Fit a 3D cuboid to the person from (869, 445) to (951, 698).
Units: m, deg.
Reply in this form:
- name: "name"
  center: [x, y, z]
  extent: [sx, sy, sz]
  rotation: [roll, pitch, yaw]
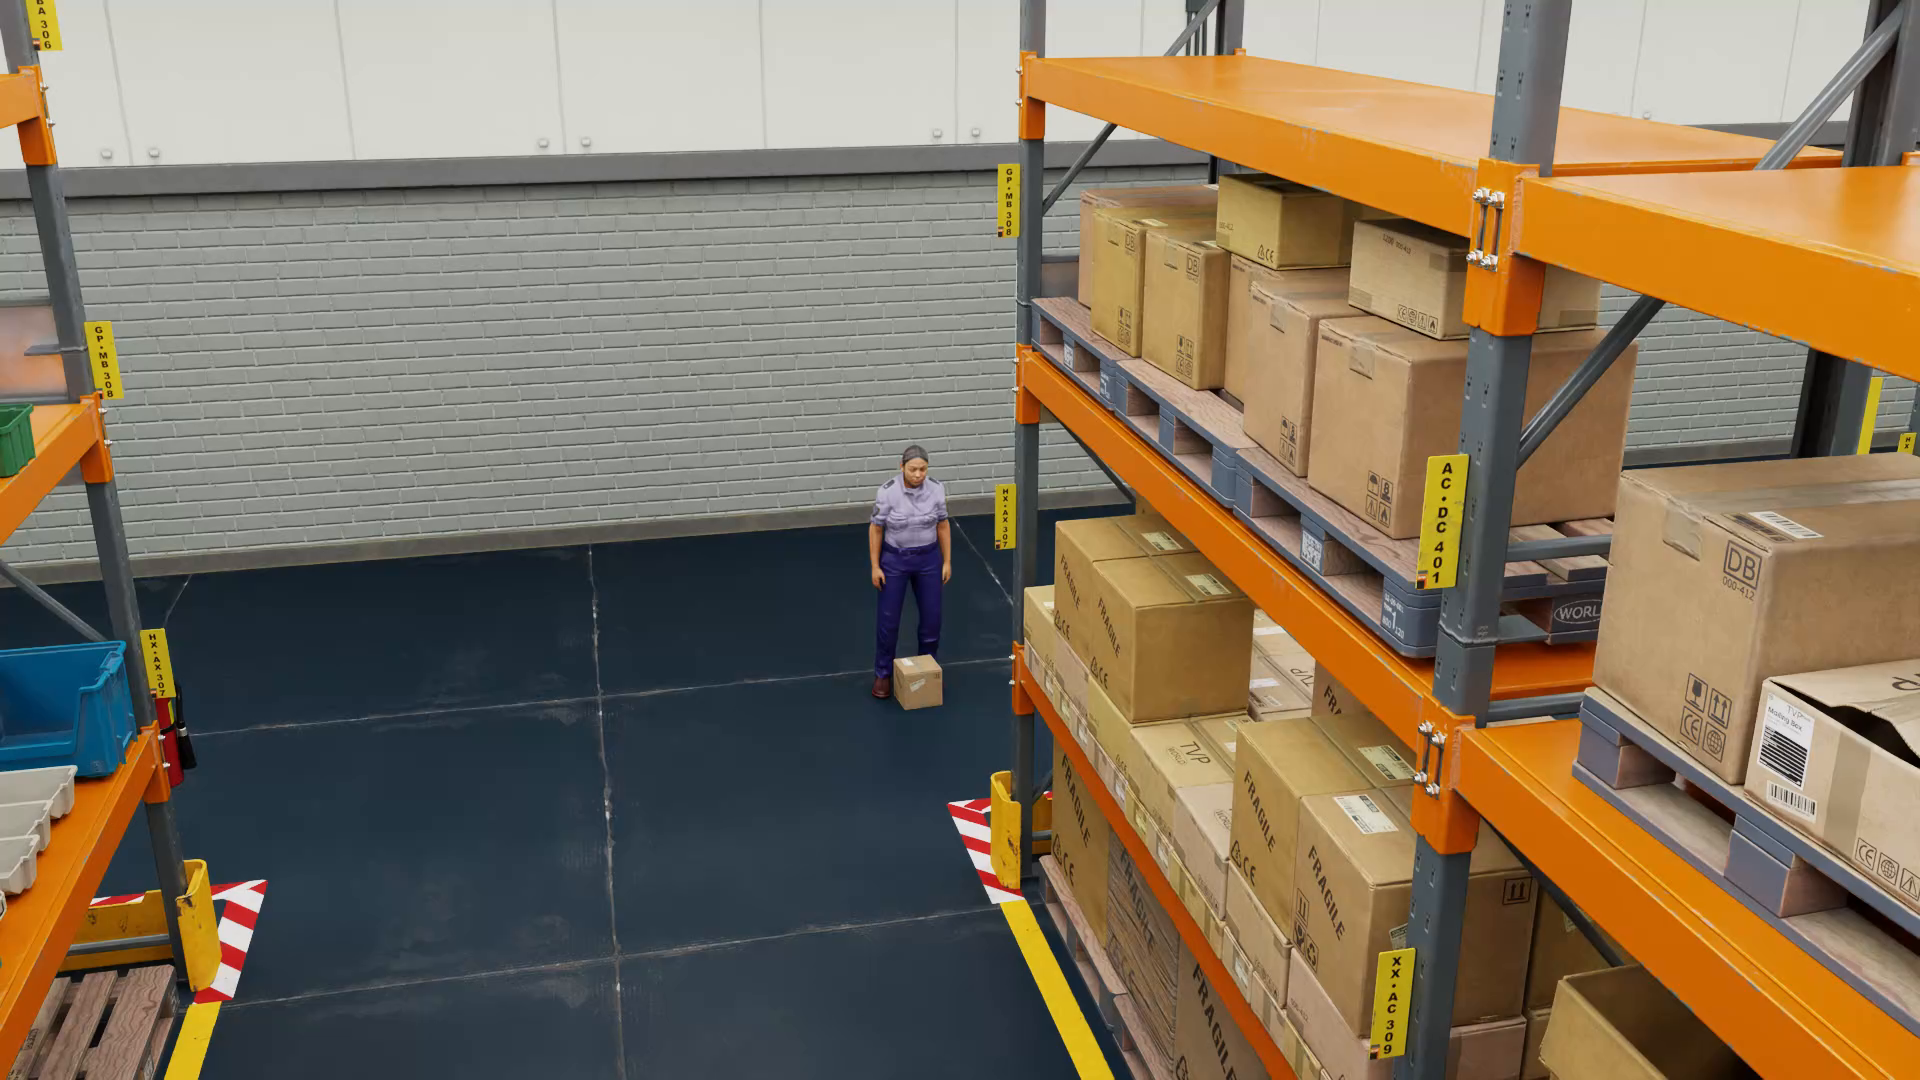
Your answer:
- name: "person"
  center: [-0.323, 0.171, 10.606]
  extent: [0.550, 1.651, 0.367]
  rotation: [-5, 20, -13]
